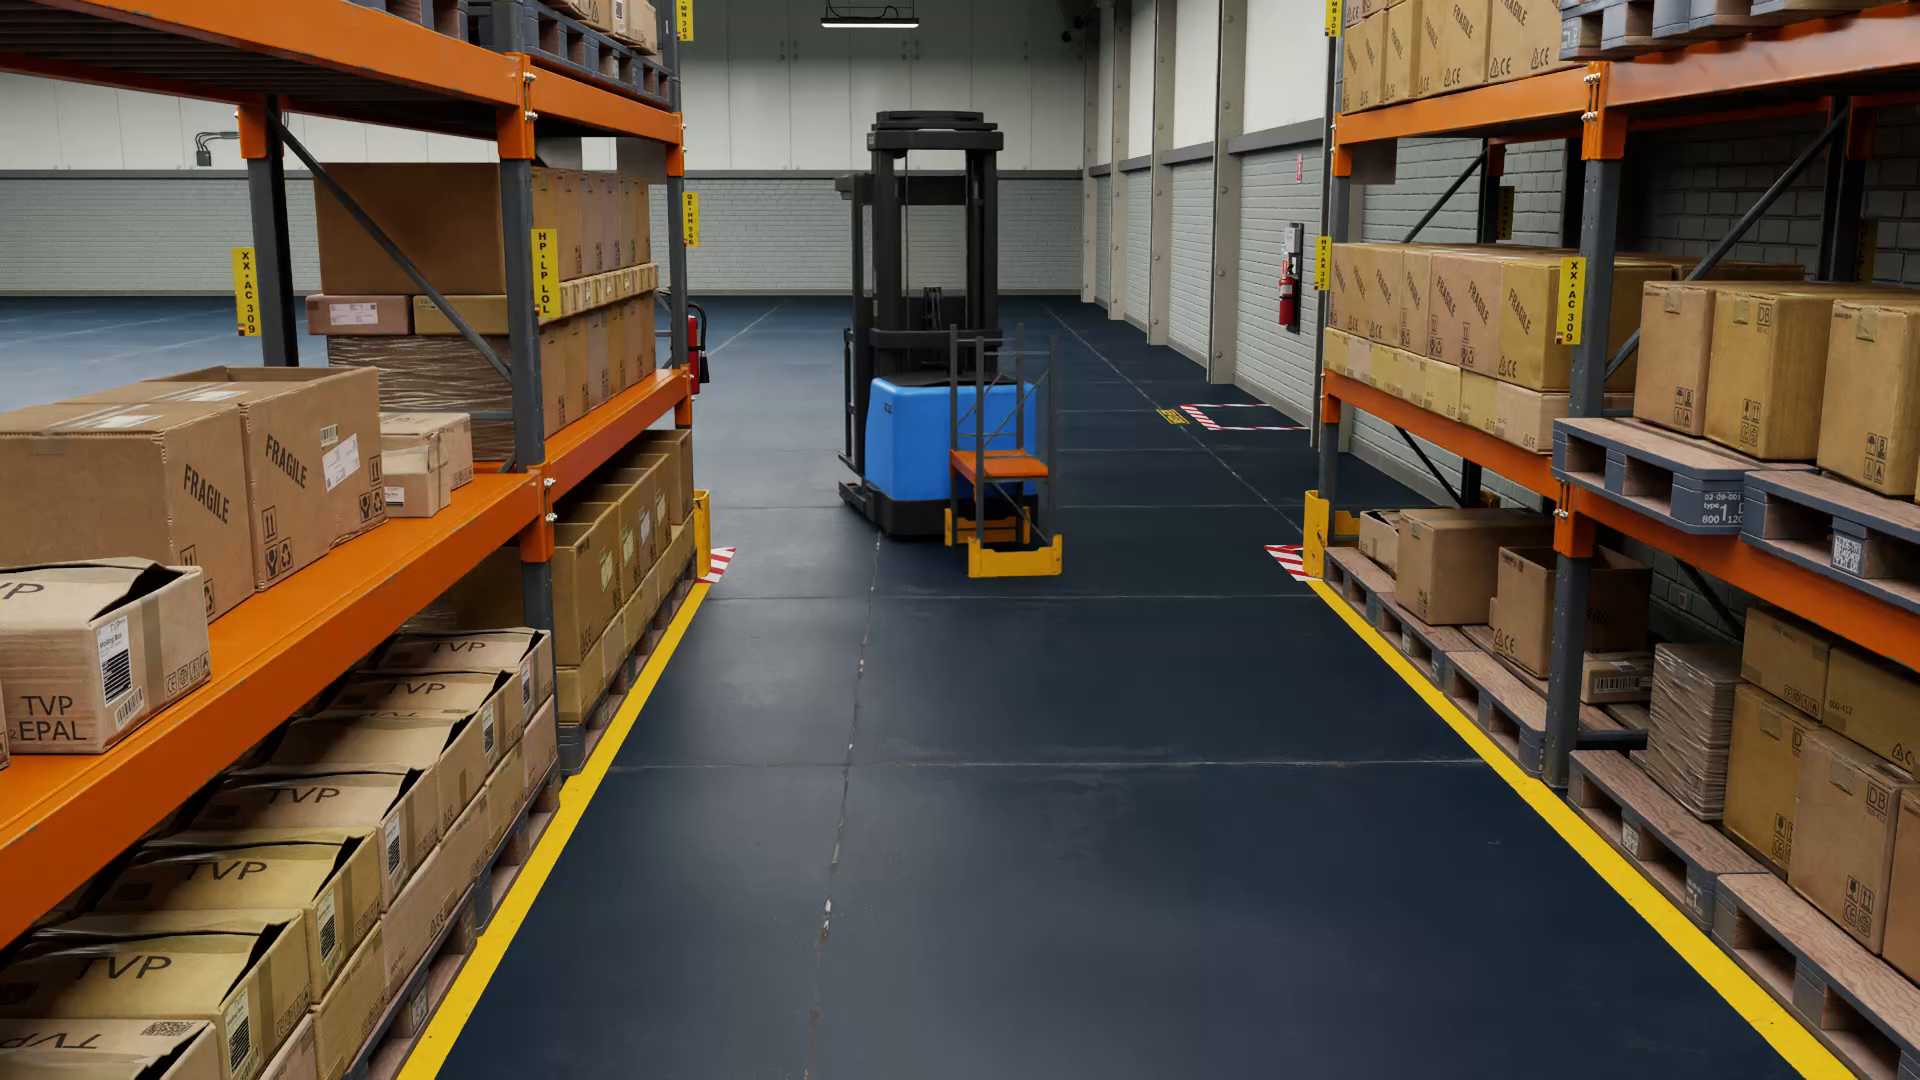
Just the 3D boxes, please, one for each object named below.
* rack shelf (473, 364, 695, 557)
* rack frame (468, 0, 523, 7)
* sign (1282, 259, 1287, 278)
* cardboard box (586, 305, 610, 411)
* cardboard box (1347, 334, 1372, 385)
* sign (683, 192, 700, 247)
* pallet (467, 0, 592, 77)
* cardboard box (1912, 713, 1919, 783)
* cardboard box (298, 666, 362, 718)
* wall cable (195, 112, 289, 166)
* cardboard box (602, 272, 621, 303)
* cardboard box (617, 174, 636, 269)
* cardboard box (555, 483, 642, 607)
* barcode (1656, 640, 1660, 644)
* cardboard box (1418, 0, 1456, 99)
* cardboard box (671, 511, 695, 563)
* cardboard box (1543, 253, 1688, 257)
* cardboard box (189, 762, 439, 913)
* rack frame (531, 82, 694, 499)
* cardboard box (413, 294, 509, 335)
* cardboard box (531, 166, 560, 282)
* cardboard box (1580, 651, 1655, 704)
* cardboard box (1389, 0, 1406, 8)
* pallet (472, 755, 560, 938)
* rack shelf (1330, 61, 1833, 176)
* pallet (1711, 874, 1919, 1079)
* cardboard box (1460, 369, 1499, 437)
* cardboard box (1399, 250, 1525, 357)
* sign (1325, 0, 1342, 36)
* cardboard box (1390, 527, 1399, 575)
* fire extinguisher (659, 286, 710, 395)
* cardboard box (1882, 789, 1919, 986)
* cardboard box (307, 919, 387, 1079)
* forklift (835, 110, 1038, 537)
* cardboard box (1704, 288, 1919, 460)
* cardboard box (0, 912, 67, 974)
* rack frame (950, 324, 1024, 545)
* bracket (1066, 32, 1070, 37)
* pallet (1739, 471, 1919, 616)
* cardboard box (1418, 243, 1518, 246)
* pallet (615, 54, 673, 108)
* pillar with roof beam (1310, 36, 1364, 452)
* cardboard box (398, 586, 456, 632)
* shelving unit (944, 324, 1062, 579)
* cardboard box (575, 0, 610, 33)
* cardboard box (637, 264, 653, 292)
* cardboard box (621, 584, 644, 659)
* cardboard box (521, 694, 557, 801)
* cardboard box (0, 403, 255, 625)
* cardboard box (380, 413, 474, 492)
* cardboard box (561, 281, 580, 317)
[{"bbox_3d":[-2.135,-0.508,8.330,1.077,0.370,4.000,0,11,-1],"label":"rack shelf"},{"bbox_3d":[-2.093,-3.403,5.702,1.000,3.000,0.127,0,11,-1],"label":"rack frame"},{"bbox_3d":[3.611,-2.956,18.495,0.001,0.329,0.234,0,11,-1],"label":"sign"},{"bbox_3d":[-2.144,-0.907,8.233,0.700,0.500,0.500,0,11,1],"label":"cardboard box"},{"bbox_3d":[2.494,-1.014,9.342,0.500,0.250,0.500,-1,11,-3],"label":"cardboard box"},{"bbox_3d":[-1.633,-1.941,10.077,0.100,0.325,0.005,0,11,-1],"label":"sign"},{"bbox_3d":[-2.137,-2.059,6.844,1.003,0.211,1.213,0,11,-1],"label":"pallet"},{"bbox_3d":[2.910,0.594,4.382,0.500,0.250,0.500,0,11,-1],"label":"cardboard box"},{"bbox_3d":[-2.329,0.586,5.574,0.500,0.311,0.500,0,11,-2],"label":"cardboard box"},{"bbox_3d":[-17.704,-12.212,40.566,2.305,6.003,0.169,0,11,-1],"label":"wall cable"},{"bbox_3d":[-1.949,-1.293,8.504,0.380,0.149,0.250,0,11,0],"label":"cardboard box"},{"bbox_3d":[-2.162,-1.735,9.054,0.700,0.500,0.500,-1,11,-3],"label":"cardboard box"},{"bbox_3d":[-1.811,0.019,7.896,0.500,0.500,0.500,0,11,-1],"label":"cardboard box"},{"bbox_3d":[3.142,0.492,7.474,0.001,0.075,0.075,0,11,-1],"label":"barcode"},{"bbox_3d":[2.556,-2.424,8.119,0.500,0.500,0.500,0,11,2],"label":"cardboard box"},{"bbox_3d":[-1.869,-0.011,9.930,0.500,0.250,0.500,0,11,-1],"label":"cardboard box"},{"bbox_3d":[3.047,-1.084,7.801,0.500,0.500,0.500,0,11,0],"label":"cardboard box"},{"bbox_3d":[-1.767,0.785,4.592,0.500,0.311,0.500,0,11,-2],"label":"cardboard box"},{"bbox_3d":[-2.176,-1.258,10.218,1.000,3.000,0.127,0,11,-1],"label":"rack frame"},{"bbox_3d":[-1.905,-0.884,6.491,0.380,0.149,0.250,0,11,-1],"label":"cardboard box"},{"bbox_3d":[-2.120,-1.337,7.089,0.700,0.500,0.500,0,11,-1],"label":"cardboard box"},{"bbox_3d":[2.818,0.582,7.164,0.380,0.166,0.250,-2,12,-9],"label":"cardboard box"},{"bbox_3d":[2.523,-3.019,8.535,0.500,0.500,0.500,0,11,0],"label":"cardboard box"},{"bbox_3d":[-2.039,1.050,5.855,1.003,0.211,1.213,0,11,-1],"label":"pallet"},{"bbox_3d":[2.818,-1.999,8.136,1.077,0.370,4.000,0,11,-1],"label":"rack shelf"},{"bbox_3d":[2.905,1.280,4.719,1.003,0.211,1.213,0,11,-1],"label":"pallet"},{"bbox_3d":[2.544,-0.613,7.362,0.500,0.250,0.500,0,11,-1],"label":"cardboard box"},{"bbox_3d":[2.513,-1.184,8.290,0.500,0.500,0.500,0,11,1],"label":"cardboard box"},{"bbox_3d":[2.234,-3.176,9.926,0.100,0.325,0.005,0,11,-1],"label":"sign"},{"bbox_3d":[2.713,0.074,9.307,0.500,0.311,0.500,1,11,4],"label":"cardboard box"},{"bbox_3d":[-1.714,-1.246,10.351,0.296,0.674,0.183,0,11,-1],"label":"fire extinguisher"},{"bbox_3d":[2.942,0.976,4.386,0.700,0.500,0.500,0,11,-1],"label":"cardboard box"},{"bbox_3d":[-1.756,1.165,4.132,0.500,0.250,0.500,-1,11,-3],"label":"cardboard box"},{"bbox_3d":[-0.321,-1.709,12.609,1.130,2.935,3.031,-3,12,-14],"label":"forklift"},{"bbox_3d":[2.840,-0.537,5.302,0.700,0.500,0.500,1,12,5],"label":"cardboard box"},{"bbox_3d":[-2.285,0.992,3.573,0.500,0.311,0.500,0,11,-2],"label":"cardboard box"},{"bbox_3d":[0.183,-0.711,11.289,0.500,1.500,0.032,-2,12,-9],"label":"rack frame"},{"bbox_3d":[2.636,-12.246,40.237,0.076,0.066,3.189,0,11,-1],"label":"bracket"},{"bbox_3d":[2.860,0.011,4.441,1.003,0.211,1.213,0,11,-1],"label":"pallet"},{"bbox_3d":[2.999,-1.491,9.803,0.500,0.500,0.500,0,11,-2],"label":"cardboard box"},{"bbox_3d":[-2.187,-2.545,9.235,1.003,0.211,1.213,0,11,-1],"label":"pallet"},{"bbox_3d":[-0.772,-5.259,14.849,9.100,9.000,0.400,0,11,-1],"label":"pillar with roof beam"},{"bbox_3d":[-2.320,0.120,7.396,0.500,0.500,0.500,0,11,-1],"label":"cardboard box"},{"bbox_3d":[0.266,-0.609,10.789,0.587,1.500,1.083,-2,12,-9],"label":"shelving unit"},{"bbox_3d":[-2.001,-2.586,7.551,0.797,0.503,0.637,1,12,5],"label":"cardboard box"},{"bbox_3d":[-1.971,-1.498,9.517,0.380,0.149,0.250,0,11,0],"label":"cardboard box"},{"bbox_3d":[-1.810,0.386,7.971,0.500,0.250,0.500,0,11,-1],"label":"cardboard box"},{"bbox_3d":[-1.795,0.760,6.130,0.500,0.250,0.500,0,11,-2],"label":"cardboard box"},{"bbox_3d":[-2.062,-0.051,4.013,0.500,0.500,0.500,-1,11,-4],"label":"cardboard box"},{"bbox_3d":[-2.039,-0.292,5.832,0.500,0.250,0.500,0,11,2],"label":"cardboard box"},{"bbox_3d":[-1.927,-1.088,7.492,0.380,0.149,0.250,-1,11,-3],"label":"cardboard box"}]
